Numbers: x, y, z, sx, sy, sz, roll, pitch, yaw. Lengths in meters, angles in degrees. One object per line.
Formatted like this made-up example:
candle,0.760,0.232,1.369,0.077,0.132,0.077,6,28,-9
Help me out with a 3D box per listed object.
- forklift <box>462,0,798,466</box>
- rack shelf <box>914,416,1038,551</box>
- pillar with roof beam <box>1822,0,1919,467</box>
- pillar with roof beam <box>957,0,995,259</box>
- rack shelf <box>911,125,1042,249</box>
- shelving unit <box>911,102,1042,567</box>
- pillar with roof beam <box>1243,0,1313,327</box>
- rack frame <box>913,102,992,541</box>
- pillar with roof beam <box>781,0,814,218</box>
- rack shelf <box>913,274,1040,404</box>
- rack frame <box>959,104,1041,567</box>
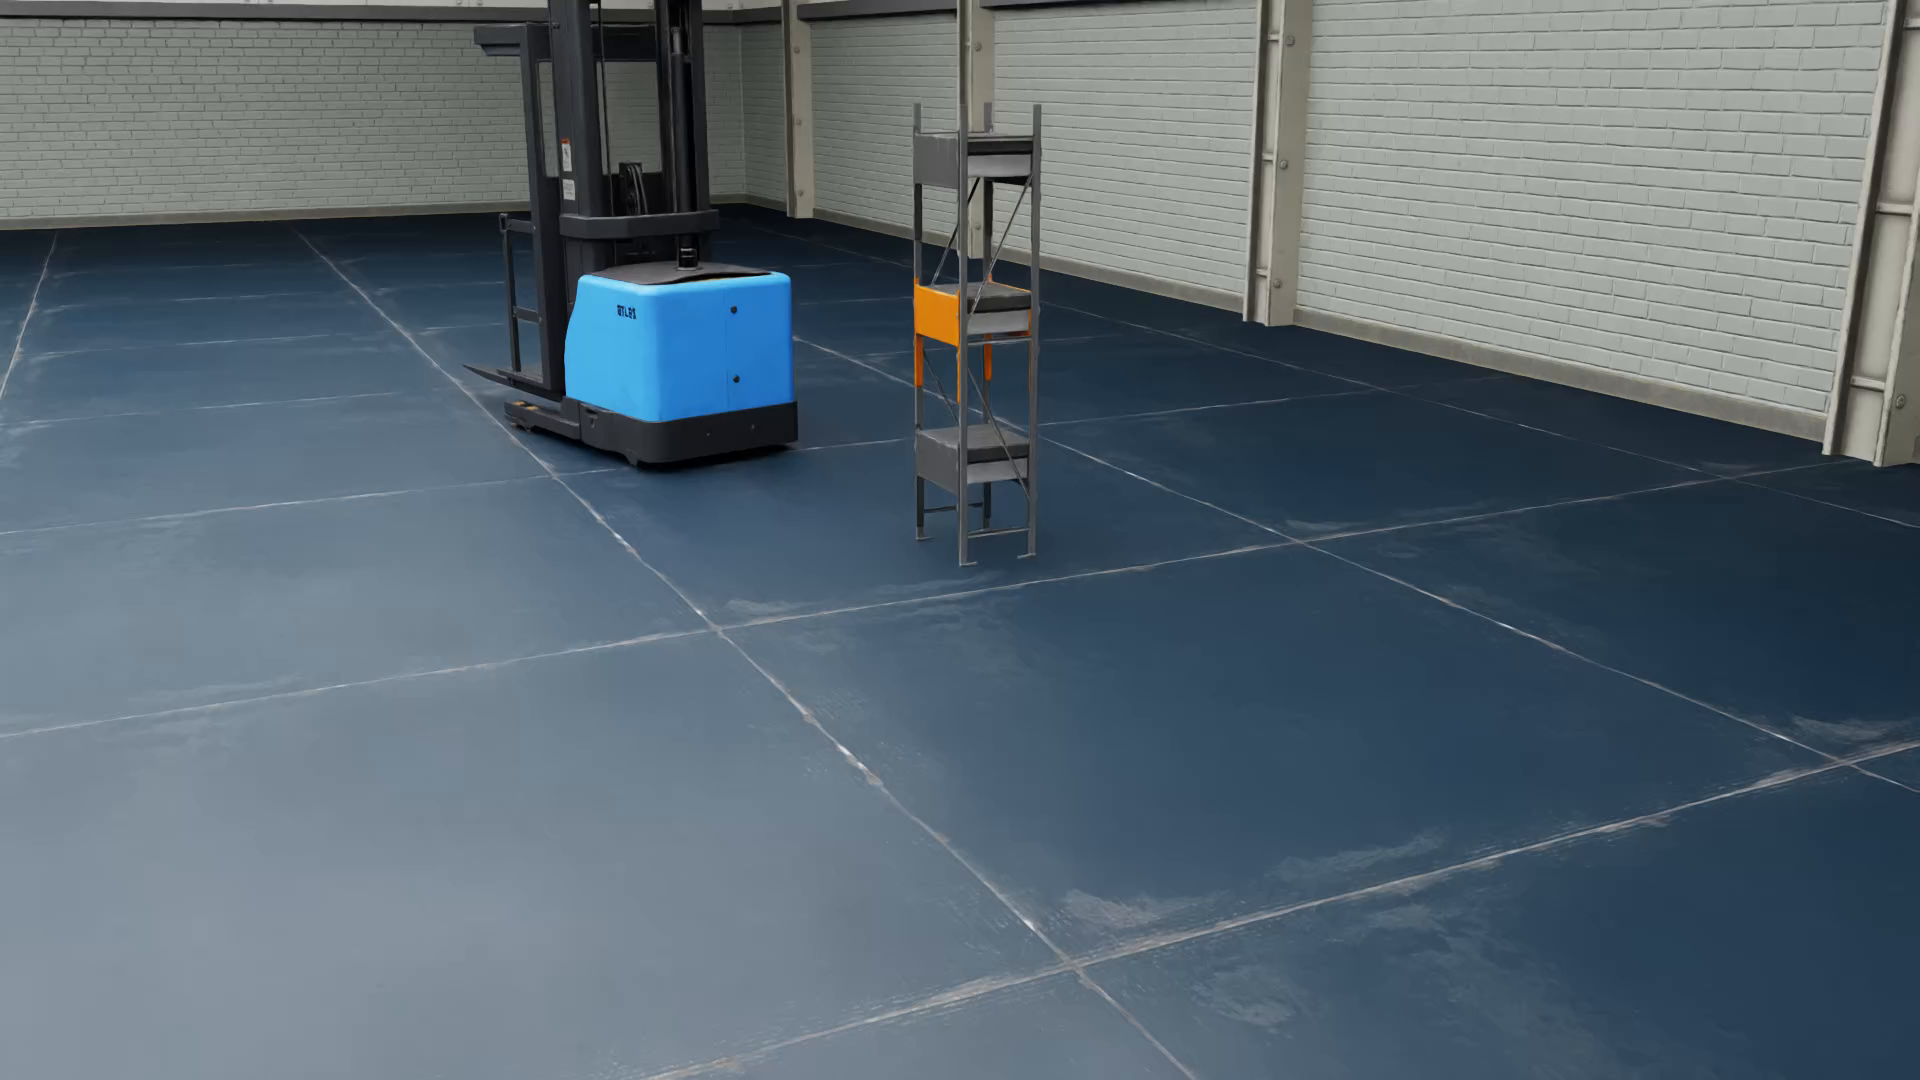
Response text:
forklift,-2.311,-2.181,10.538,1.130,2.935,3.031,-13,20,-38
rack shelf,0.073,-0.282,8.015,0.431,0.518,0.480,-8,18,-25
pillar with roof beam,1.574,-4.299,6.918,9.100,9.000,0.400,-8,18,-25
pillar with roof beam,-3.683,-7.275,17.287,9.100,9.000,0.400,-8,18,-25
rack shelf,0.073,-1.628,7.629,0.431,0.518,0.480,-8,18,-25
shelving unit,0.073,-0.968,7.818,0.431,2.100,0.503,-8,18,-25
pillar with roof beam,-1.054,-5.787,12.102,9.100,9.000,0.400,-8,18,-25
rack frame,-0.034,-1.029,8.029,0.400,2.100,0.015,-8,18,-25
pillar with roof beam,-6.311,-8.762,22.471,9.100,9.000,0.400,-8,18,-25
rack shelf,0.073,-0.955,7.822,0.431,0.518,0.480,-8,18,-25
rack frame,0.179,-0.908,7.607,0.400,2.100,0.015,-8,18,-25
